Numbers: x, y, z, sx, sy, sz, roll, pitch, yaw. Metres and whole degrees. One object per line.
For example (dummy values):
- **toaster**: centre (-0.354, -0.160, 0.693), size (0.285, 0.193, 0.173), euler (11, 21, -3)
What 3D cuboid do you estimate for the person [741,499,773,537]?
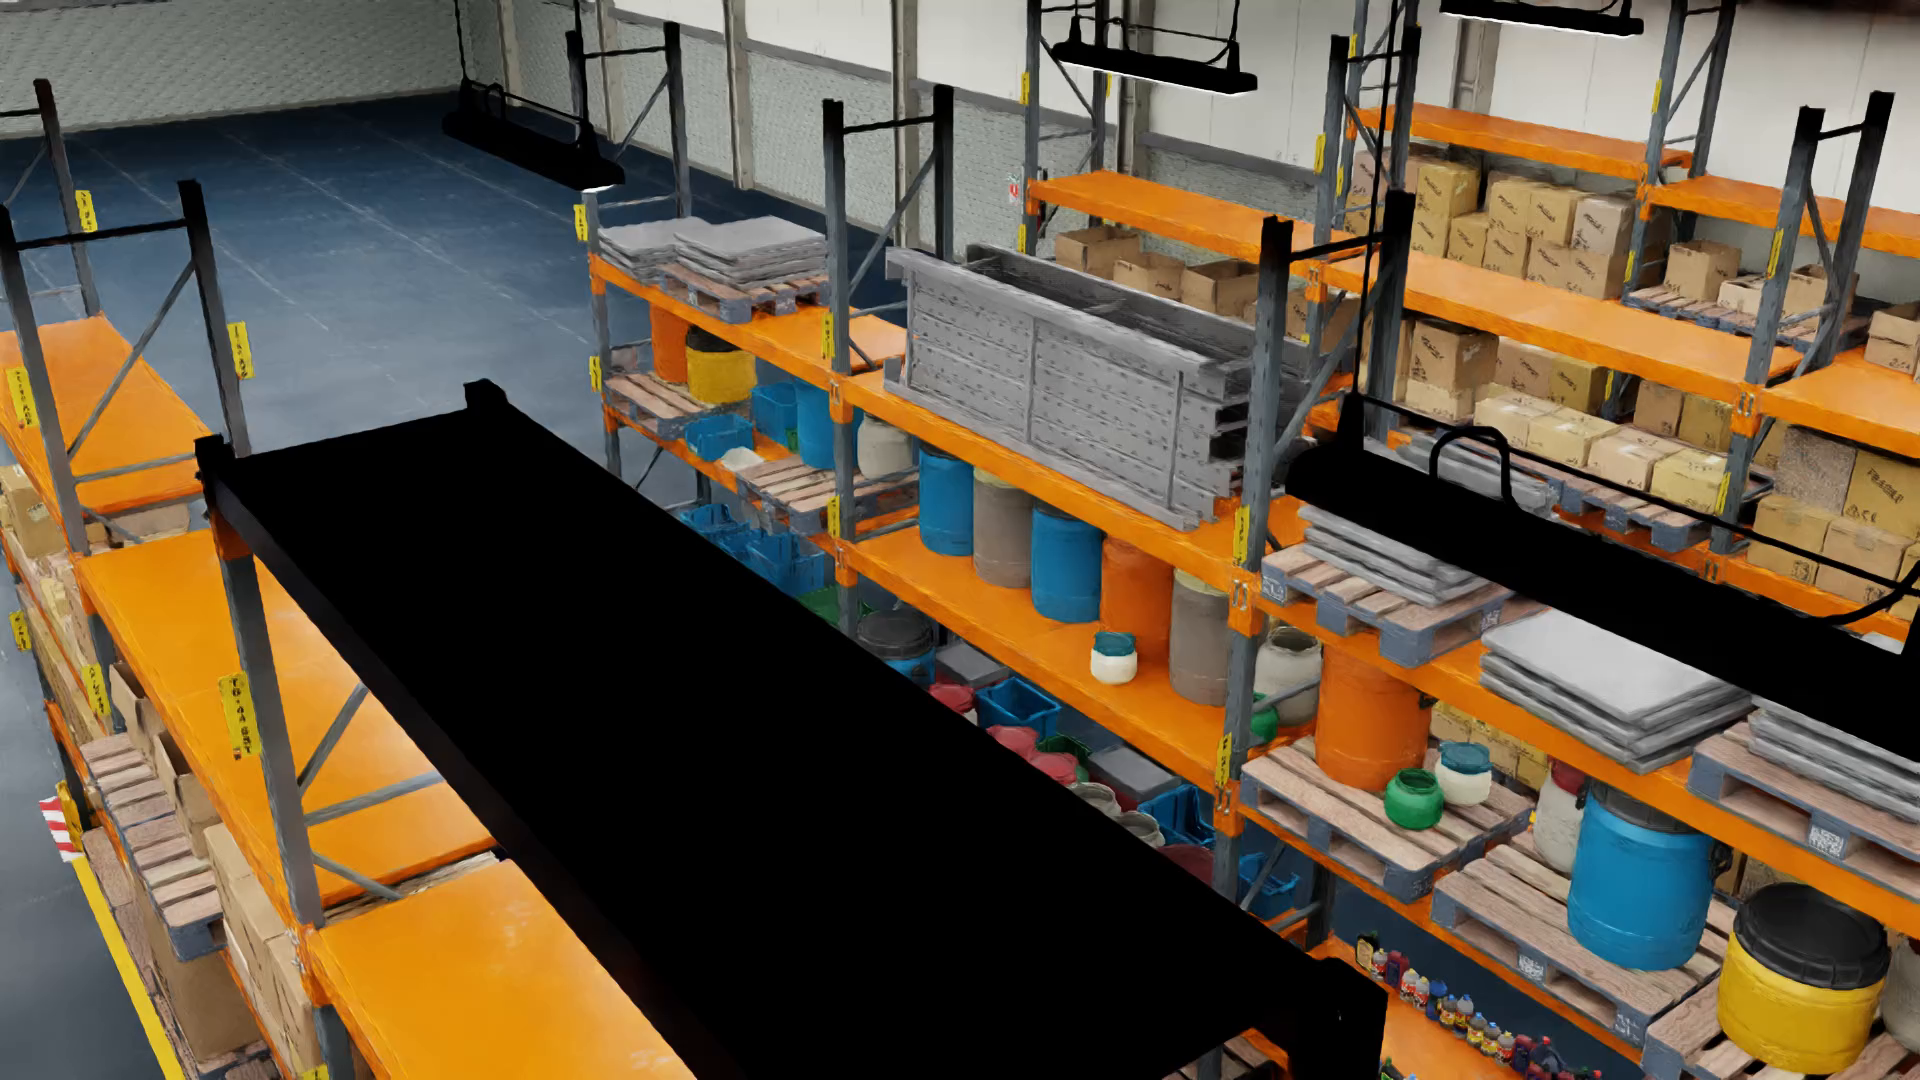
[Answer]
- **person**: centre (-2.333, -0.673, 18.465), size (0.470, 1.662, 0.626), euler (-5, 25, -11)

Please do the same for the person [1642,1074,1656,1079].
- **person**: centre (4.578, 3.139, 10.261), size (0.448, 1.590, 1.110), euler (-16, 29, -31)

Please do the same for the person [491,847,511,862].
- **person**: centre (-3.266, 2.257, 12.118), size (0.530, 1.653, 0.429), euler (10, 27, 20)
